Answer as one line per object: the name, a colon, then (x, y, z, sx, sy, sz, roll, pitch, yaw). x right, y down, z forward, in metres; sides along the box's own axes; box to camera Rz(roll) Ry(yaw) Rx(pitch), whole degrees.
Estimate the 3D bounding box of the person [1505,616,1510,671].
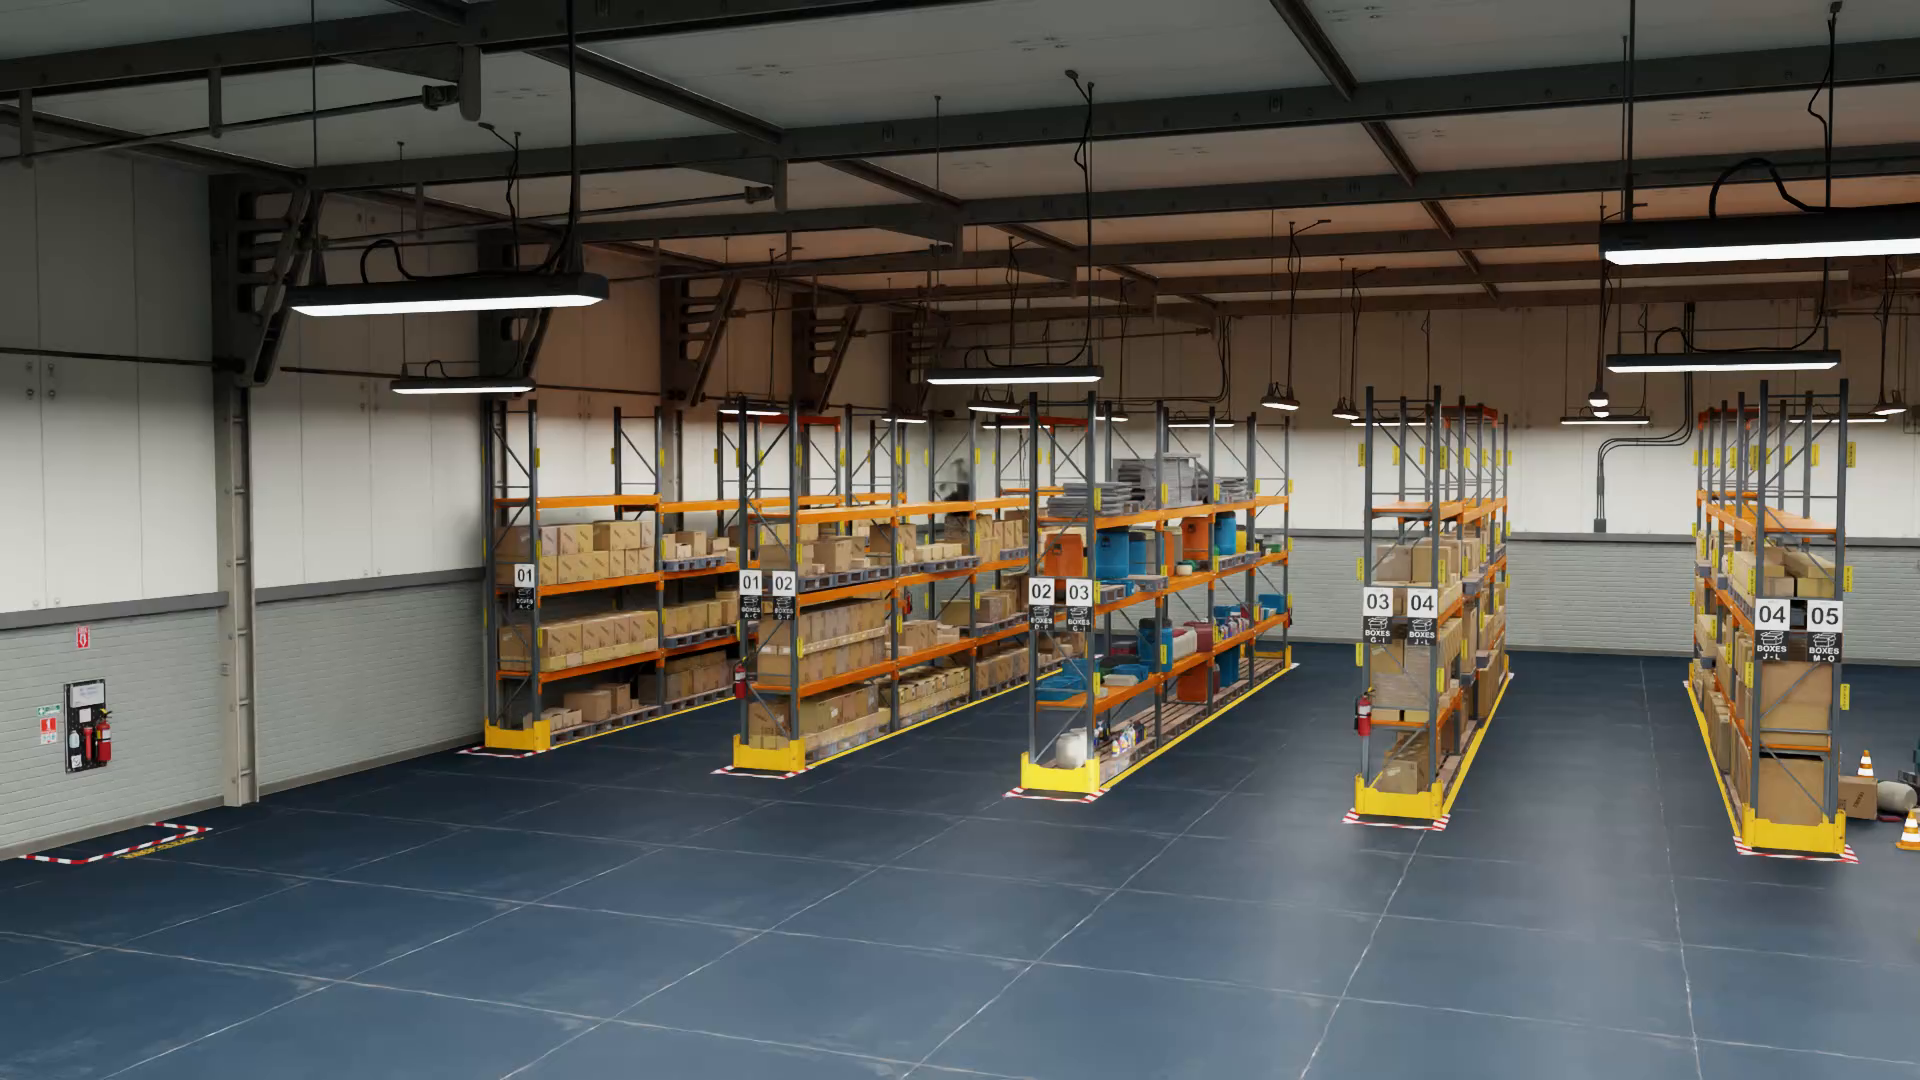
person: (12.445, 2.157, 39.090, 1.062, 1.764, 0.703, 2, 4, 41)
